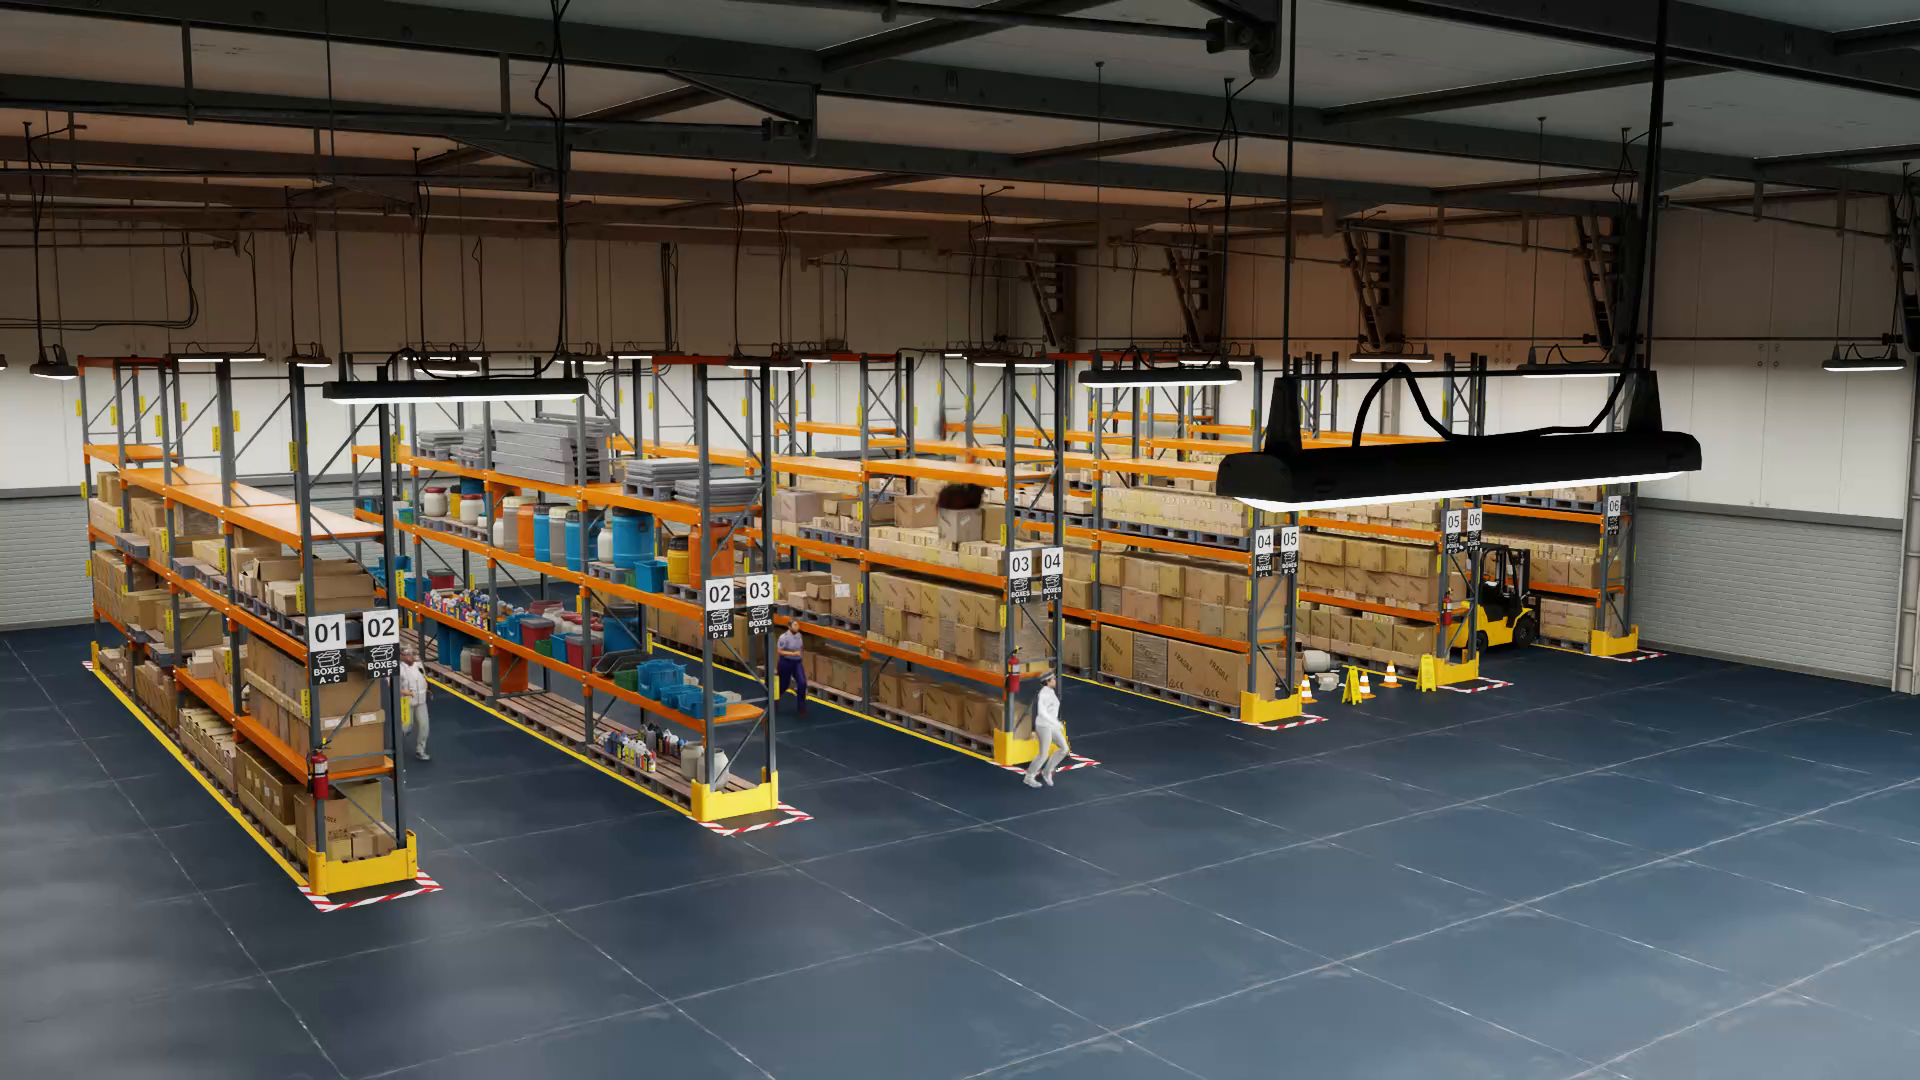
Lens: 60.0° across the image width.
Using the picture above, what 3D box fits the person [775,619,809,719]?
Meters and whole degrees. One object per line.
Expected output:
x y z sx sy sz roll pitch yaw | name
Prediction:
-2.878 2.147 27.976 0.936 1.673 0.627 7 10 43 | person

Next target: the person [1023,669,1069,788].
1.249 2.657 23.619 0.603 1.656 0.672 2 7 18 | person

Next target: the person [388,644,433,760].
-8.292 2.425 25.107 0.782 1.740 0.674 6 9 42 | person
